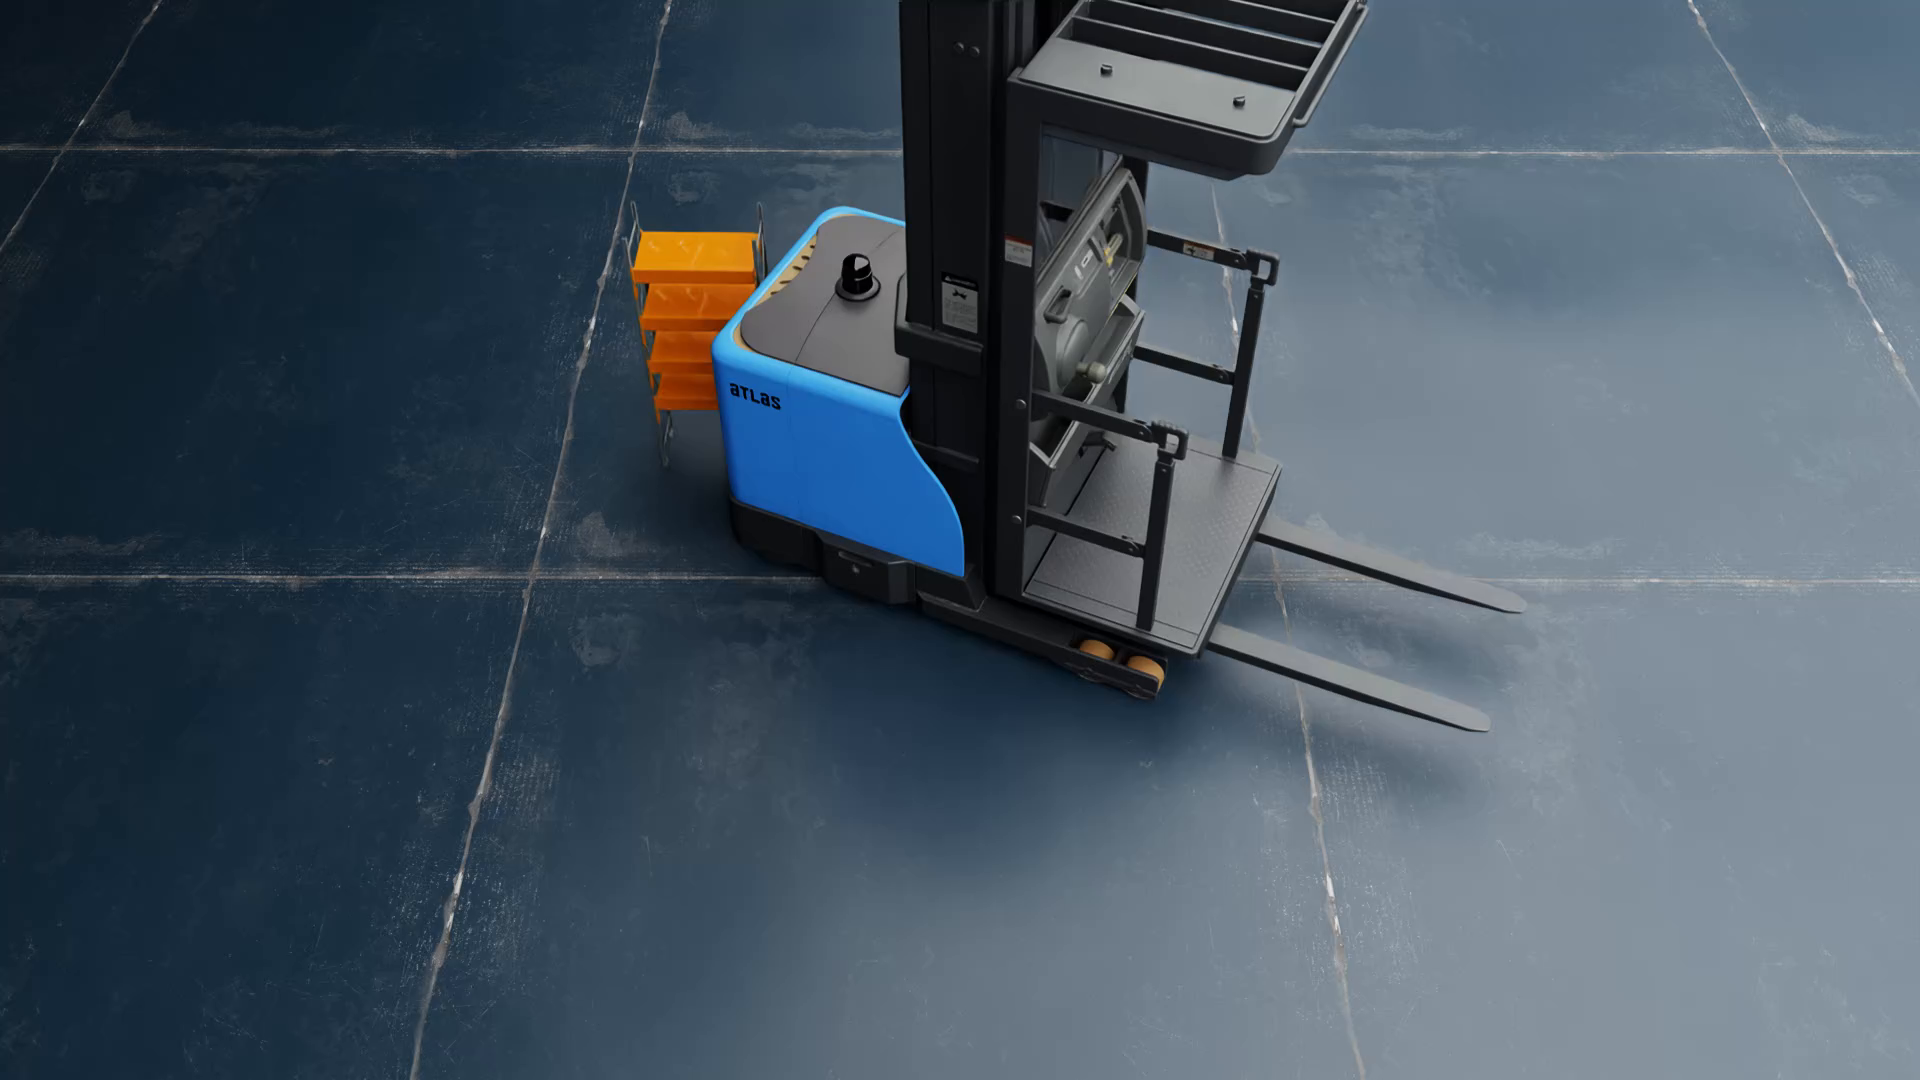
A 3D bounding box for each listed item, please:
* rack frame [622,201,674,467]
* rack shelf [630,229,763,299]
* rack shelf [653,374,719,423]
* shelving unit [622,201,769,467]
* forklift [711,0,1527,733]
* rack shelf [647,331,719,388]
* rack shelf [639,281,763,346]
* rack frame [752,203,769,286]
[{"bbox_3d":[-1.261,-0.808,6.763,0.015,1.200,0.240,1,47,1],"label":"rack frame"},{"bbox_3d":[-1.017,-1.073,6.473,0.480,0.148,0.258,1,47,1],"label":"rack shelf"},{"bbox_3d":[-1.017,-0.624,6.955,0.480,0.148,0.258,1,47,1],"label":"rack shelf"},{"bbox_3d":[-1.017,-0.805,6.760,0.503,1.200,0.258,1,47,1],"label":"shelving unit"},{"bbox_3d":[0.634,-0.848,5.617,3.031,2.935,1.130,18,50,16],"label":"forklift"},{"bbox_3d":[-1.017,-0.759,6.810,0.480,0.148,0.258,1,47,1],"label":"rack shelf"},{"bbox_3d":[-1.017,-0.911,6.646,0.480,0.148,0.258,1,47,1],"label":"rack shelf"},{"bbox_3d":[-0.773,-0.802,6.758,0.015,1.200,0.240,1,47,1],"label":"rack frame"}]
